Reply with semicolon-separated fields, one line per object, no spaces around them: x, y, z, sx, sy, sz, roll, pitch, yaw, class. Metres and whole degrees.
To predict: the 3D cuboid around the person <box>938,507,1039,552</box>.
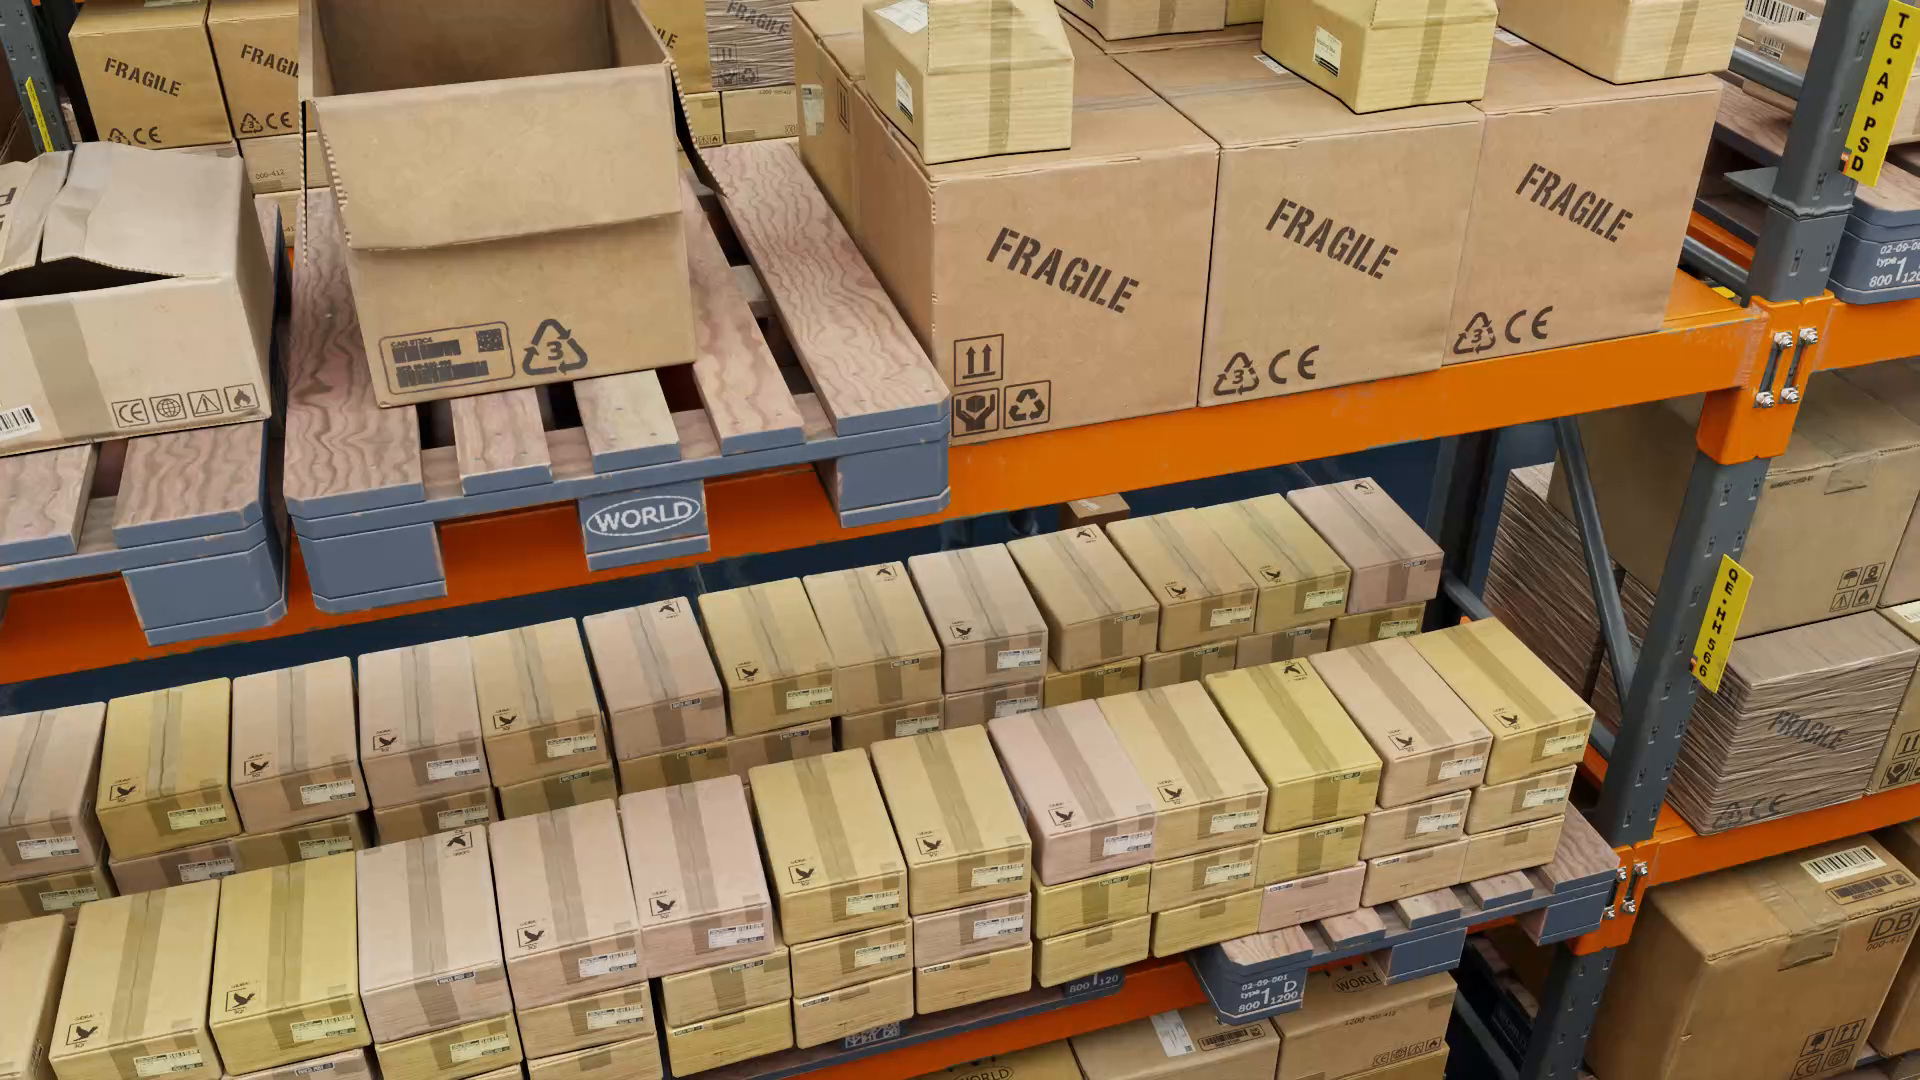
0.077;-0.585;7.005;0.592;1.765;0.640;23;40;30;person
